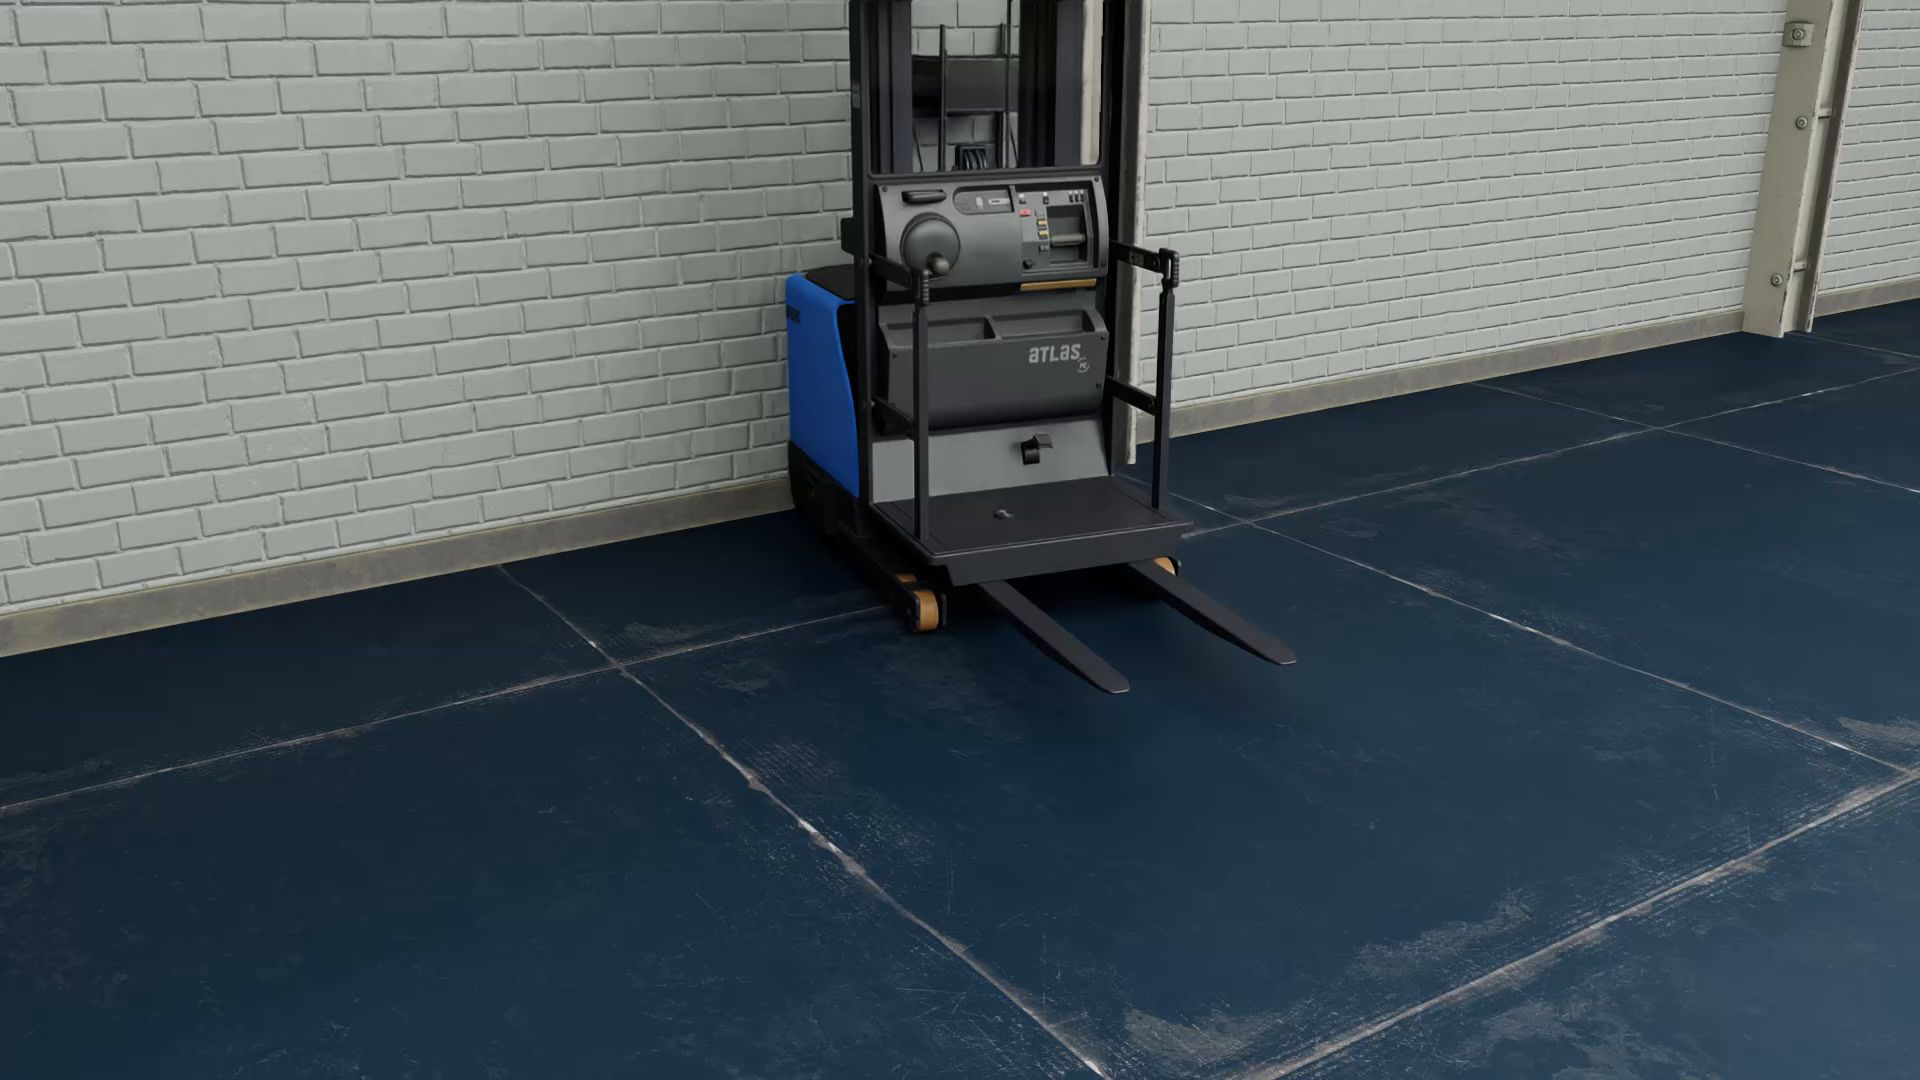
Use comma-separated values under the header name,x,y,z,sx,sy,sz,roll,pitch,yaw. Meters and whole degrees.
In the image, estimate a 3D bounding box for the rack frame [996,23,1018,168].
name,x,y,z,sx,sy,sz,roll,pitch,yaw
rack frame,0.258,-1.307,7.751,0.015,2.100,0.400,-8,20,-26

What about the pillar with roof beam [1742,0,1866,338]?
name,x,y,z,sx,sy,sz,roll,pitch,yaw
pillar with roof beam,8.021,-4.564,6.695,0.400,9.000,9.100,-12,22,-31

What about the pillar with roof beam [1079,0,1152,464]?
name,x,y,z,sx,sy,sz,roll,pitch,yaw
pillar with roof beam,3.010,-3.507,3.569,0.400,9.000,9.100,-12,22,-31

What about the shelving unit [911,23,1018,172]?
name,x,y,z,sx,sy,sz,roll,pitch,yaw
shelving unit,0.041,-1.276,7.645,0.503,2.100,0.431,-8,20,-26

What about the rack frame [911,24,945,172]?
name,x,y,z,sx,sy,sz,roll,pitch,yaw
rack frame,-0.176,-1.246,7.539,0.015,2.100,0.400,-8,20,-26

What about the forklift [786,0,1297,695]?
name,x,y,z,sx,sy,sz,roll,pitch,yaw
forklift,0.218,-1.193,6.198,1.130,2.935,3.031,-7,20,-21

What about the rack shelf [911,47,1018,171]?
name,x,y,z,sx,sy,sz,roll,pitch,yaw
rack shelf,0.053,-1.929,7.433,0.480,0.518,0.431,-8,20,-26
